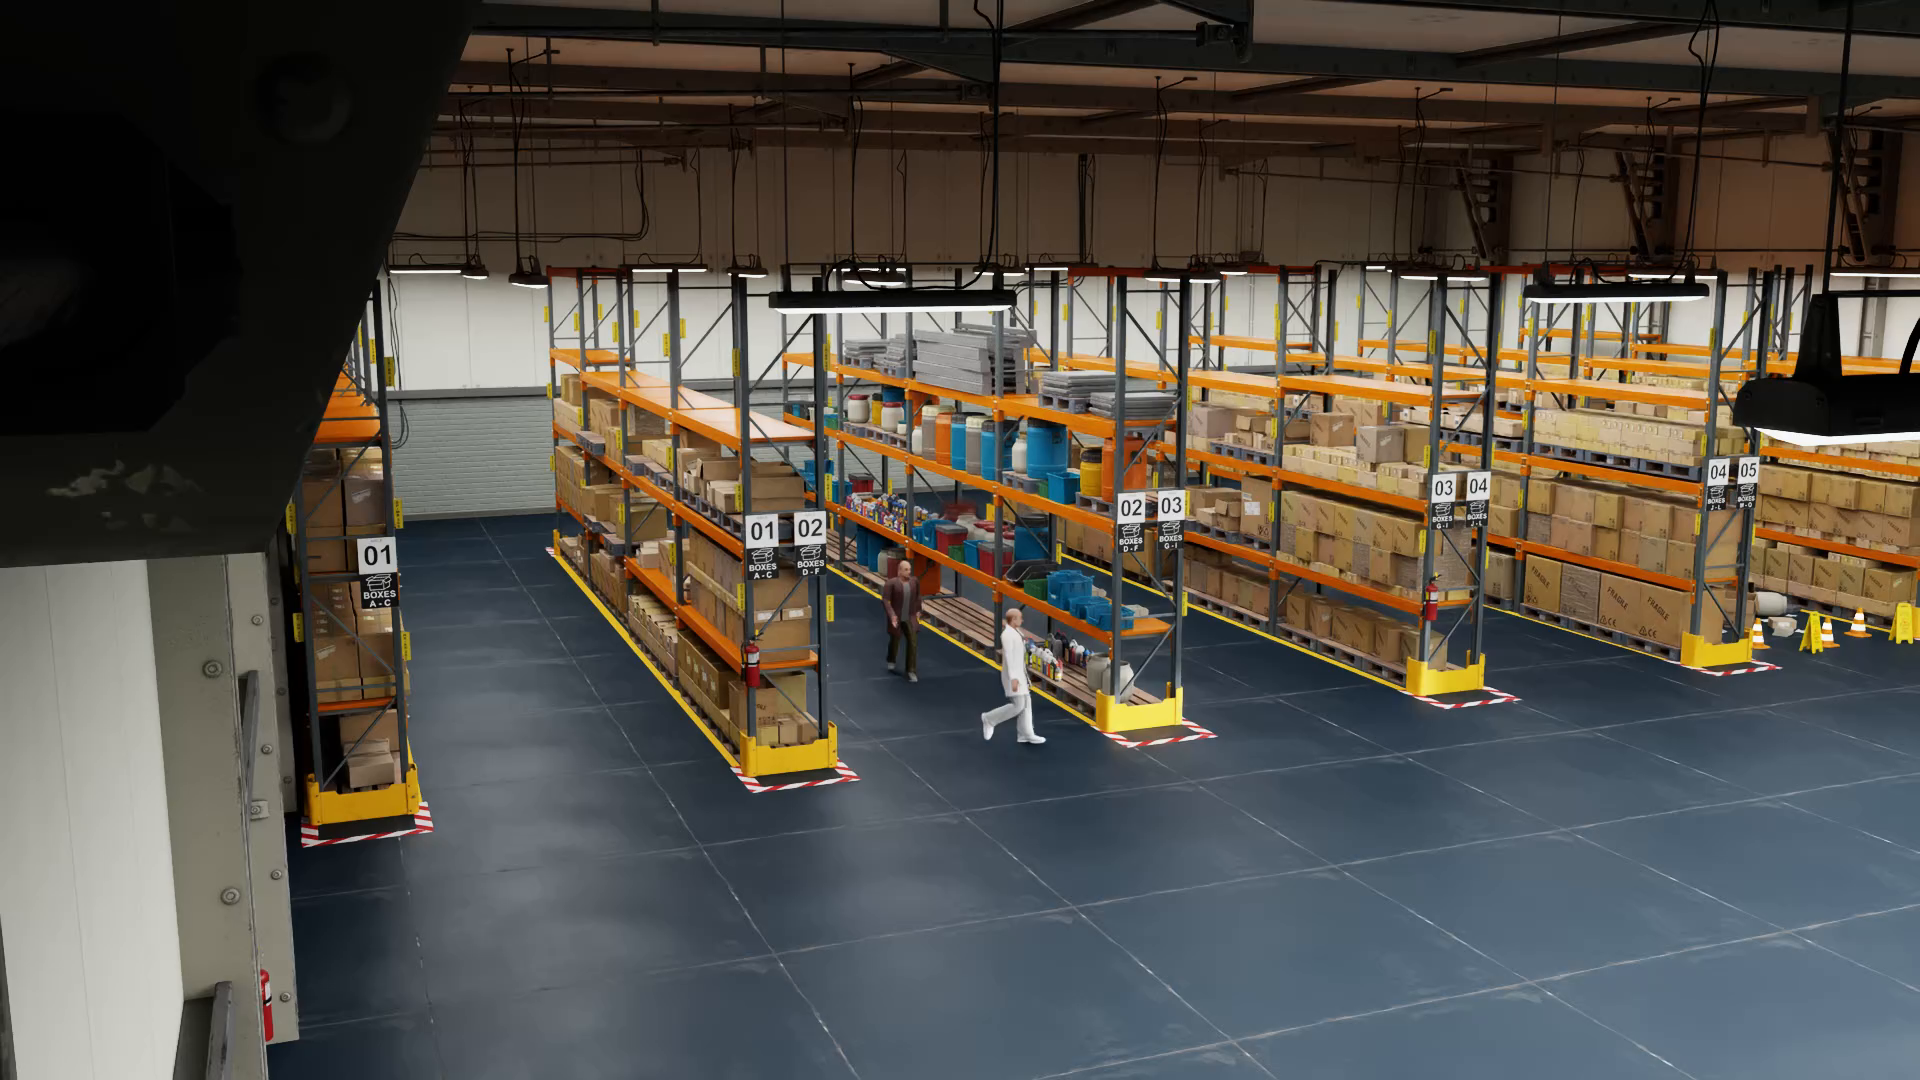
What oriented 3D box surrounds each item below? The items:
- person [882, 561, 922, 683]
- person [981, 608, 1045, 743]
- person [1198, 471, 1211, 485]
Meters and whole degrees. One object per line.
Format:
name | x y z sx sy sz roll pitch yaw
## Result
person | -0.836 1.181 24.928 0.703 1.760 0.990 -3 10 -18
person | 0.701 1.756 21.443 0.819 1.762 0.617 2 10 13
person | 6.435 -1.961 43.196 0.424 1.586 0.496 7 12 36
